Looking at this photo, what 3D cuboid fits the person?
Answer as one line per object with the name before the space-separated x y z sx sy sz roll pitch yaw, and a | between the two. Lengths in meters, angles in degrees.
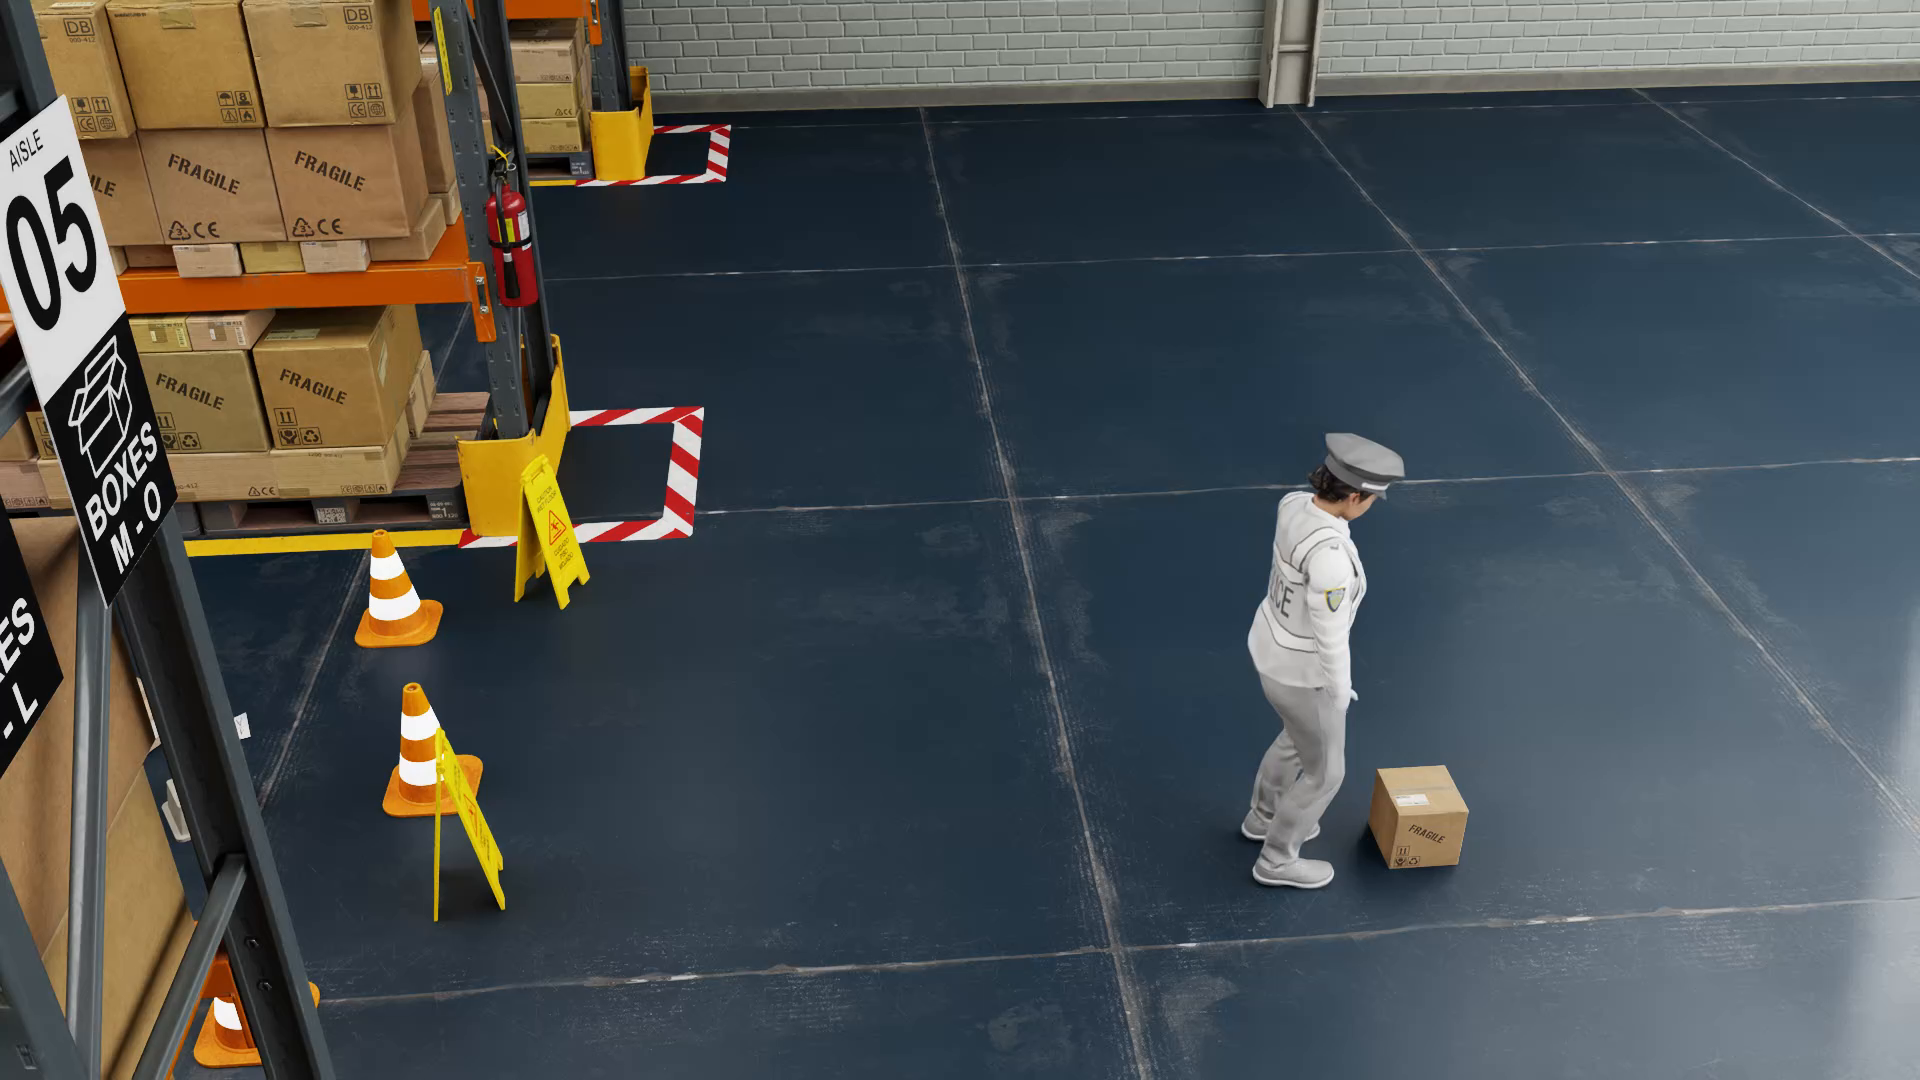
person | 1.157 0.406 5.499 0.412 1.642 0.492 -2 31 -3
